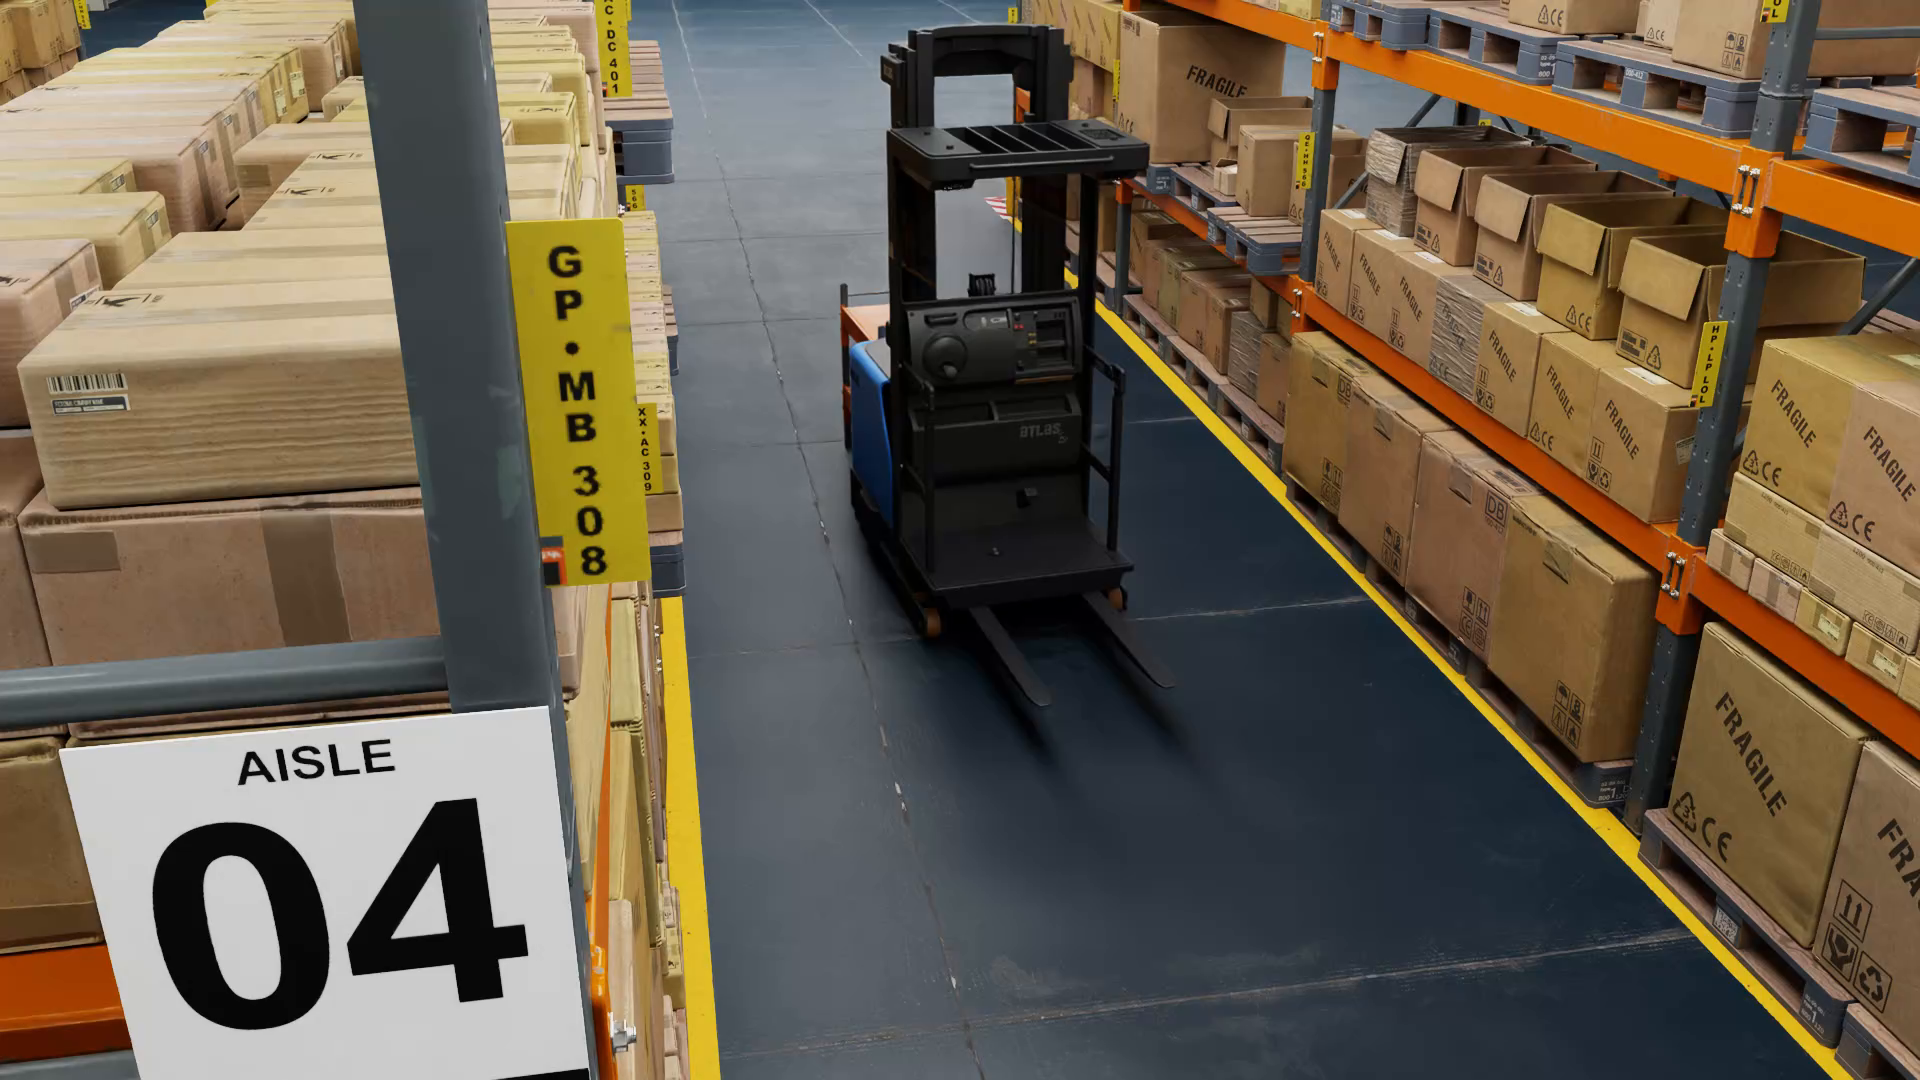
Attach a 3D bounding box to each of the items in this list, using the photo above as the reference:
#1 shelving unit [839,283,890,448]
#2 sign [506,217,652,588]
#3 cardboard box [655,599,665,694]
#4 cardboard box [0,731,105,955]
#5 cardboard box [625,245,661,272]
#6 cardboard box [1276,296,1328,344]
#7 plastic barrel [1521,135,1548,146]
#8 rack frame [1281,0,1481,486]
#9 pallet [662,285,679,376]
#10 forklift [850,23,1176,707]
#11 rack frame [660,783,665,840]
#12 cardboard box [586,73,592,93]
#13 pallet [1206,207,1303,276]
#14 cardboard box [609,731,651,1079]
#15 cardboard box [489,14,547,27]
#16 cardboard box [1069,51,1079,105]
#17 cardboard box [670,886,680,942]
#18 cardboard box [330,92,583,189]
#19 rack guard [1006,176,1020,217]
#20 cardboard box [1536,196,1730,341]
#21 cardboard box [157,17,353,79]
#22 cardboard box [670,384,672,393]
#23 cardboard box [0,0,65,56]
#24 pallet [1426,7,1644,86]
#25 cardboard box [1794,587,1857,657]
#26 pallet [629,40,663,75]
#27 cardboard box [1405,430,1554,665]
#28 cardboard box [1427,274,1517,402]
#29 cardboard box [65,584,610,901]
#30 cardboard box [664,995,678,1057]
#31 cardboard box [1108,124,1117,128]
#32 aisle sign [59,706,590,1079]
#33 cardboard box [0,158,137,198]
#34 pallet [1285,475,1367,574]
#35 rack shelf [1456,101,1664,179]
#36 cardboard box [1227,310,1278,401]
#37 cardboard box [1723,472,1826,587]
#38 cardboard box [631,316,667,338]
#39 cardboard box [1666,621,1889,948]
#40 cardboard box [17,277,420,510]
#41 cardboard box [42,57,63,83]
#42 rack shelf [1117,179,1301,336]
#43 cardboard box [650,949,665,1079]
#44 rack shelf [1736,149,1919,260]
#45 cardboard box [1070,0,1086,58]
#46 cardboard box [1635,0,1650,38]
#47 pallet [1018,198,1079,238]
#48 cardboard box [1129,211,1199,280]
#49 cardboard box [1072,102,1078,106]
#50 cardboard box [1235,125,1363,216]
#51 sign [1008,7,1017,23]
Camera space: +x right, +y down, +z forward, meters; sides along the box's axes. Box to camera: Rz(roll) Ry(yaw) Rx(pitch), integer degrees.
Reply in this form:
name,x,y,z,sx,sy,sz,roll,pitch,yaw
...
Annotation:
name,x,y,z,sx,sy,sz,roll,pitch,yaw
shelving unit,-0.388,-0.968,10.562,0.538,1.125,1.048,-7,24,-15
sign,-0.325,-0.111,1.416,0.100,0.325,0.005,-4,24,-10
cardboard box,-1.574,0.566,7.304,0.500,0.500,0.500,-3,24,-7
cardboard box,-1.203,0.240,1.893,0.500,0.250,0.500,-5,24,-11
cardboard box,-1.651,-1.326,8.085,0.380,0.149,0.250,-4,24,-8
cardboard box,2.402,-1.430,10.914,0.500,0.250,0.500,-3,24,-8
plastic barrel,6.140,-4.082,17.932,0.421,0.512,0.421,0,24,0
rack frame,2.555,-1.769,10.053,1.000,3.000,0.127,-4,24,-10
pallet,-2.101,-1.082,8.718,1.213,0.211,1.003,-4,24,-10
forklift,0.247,-1.009,8.398,1.130,2.935,3.031,-7,24,-15
rack frame,-1.598,0.131,5.701,1.000,3.000,0.127,-4,24,-10
cardboard box,-1.178,-1.035,4.188,0.500,0.250,0.500,-5,24,-12
pallet,2.319,-1.954,10.715,1.213,0.211,1.003,-4,24,-10
cardboard box,-0.780,0.670,2.722,0.500,0.500,0.500,-4,24,-8
cardboard box,-1.194,-1.175,4.010,0.380,0.149,0.250,-3,24,-8
cardboard box,1.492,-4.295,15.339,0.875,0.500,0.500,-4,24,-10
cardboard box,-1.191,1.374,5.892,0.380,0.149,0.250,-4,24,-9
cardboard box,-0.854,-0.671,2.855,0.380,0.149,0.250,-4,24,-8
rack guard,1.090,-3.741,17.690,1.175,0.500,0.348,-4,24,-10
cardboard box,3.053,-1.223,7.424,0.797,0.503,0.637,-4,24,-9
cardboard box,-1.659,-1.144,3.939,0.380,0.149,0.250,-5,24,-11
cardboard box,-1.366,-0.577,6.740,0.380,0.149,0.250,-5,24,-12
cardboard box,-8.268,-4.438,14.419,0.700,0.500,0.500,-4,24,-9
pallet,2.936,-2.368,7.913,1.003,0.211,1.213,-3,24,-7
cardboard box,3.121,0.267,5.705,0.380,0.149,0.250,-4,24,-8
pallet,-1.802,-1.816,6.646,1.213,0.211,1.003,-4,24,-10
cardboard box,2.991,-0.016,8.170,1.225,0.875,0.875,-5,24,-12
cardboard box,2.664,-1.003,8.174,0.500,0.500,0.500,-4,24,-10
cardboard box,-0.690,0.203,1.976,0.500,0.250,0.500,-3,24,-8
cardboard box,-1.025,1.496,4.871,0.380,0.149,0.250,-5,24,-12
cardboard box,1.463,-3.492,14.312,0.380,0.149,0.250,-4,24,-10
aisle sign,-0.550,0.520,1.564,0.394,0.787,0.004,-4,24,-10
cardboard box,-1.361,-0.423,2.288,0.380,0.149,0.250,-4,24,-9
pallet,2.627,-0.176,9.889,1.003,0.211,1.213,-4,24,-10
rack shelf,6.313,-4.166,16.440,1.077,0.370,4.000,-4,24,-10
cardboard box,2.297,-1.305,11.563,0.700,0.500,0.500,-6,24,-14
cardboard box,3.125,-0.059,5.954,0.500,0.250,0.500,-5,24,-11
cardboard box,-1.413,-0.817,6.918,0.380,0.149,0.250,-5,24,-10
cardboard box,3.338,0.851,6.184,0.875,0.875,0.875,-4,24,-10
cardboard box,-0.694,-0.157,1.679,0.380,0.149,0.250,-5,24,-10
cardboard box,-8.204,-3.974,14.605,0.500,0.500,0.500,-4,24,-10
rack shelf,2.186,-2.226,11.999,1.077,0.370,4.000,-4,24,-10
cardboard box,-0.872,0.923,3.392,0.500,0.500,0.500,-4,24,-9
rack shelf,3.665,-0.454,4.193,1.077,0.370,4.000,-4,24,-10
cardboard box,1.277,-4.533,14.635,0.500,0.500,0.500,-4,24,-10
cardboard box,3.167,-2.245,7.183,0.380,0.149,0.250,-5,24,-12
pallet,1.206,-3.286,17.010,1.003,0.211,1.213,-4,24,-10
cardboard box,1.781,-2.550,14.439,0.500,0.500,0.500,-5,24,-11
cardboard box,1.253,-3.985,15.441,0.380,0.149,0.250,-4,24,-10
cardboard box,2.215,-2.429,10.915,0.700,0.500,0.500,-1,24,-2
sign,0.543,-5.272,16.993,0.100,0.325,0.005,-4,24,-10
